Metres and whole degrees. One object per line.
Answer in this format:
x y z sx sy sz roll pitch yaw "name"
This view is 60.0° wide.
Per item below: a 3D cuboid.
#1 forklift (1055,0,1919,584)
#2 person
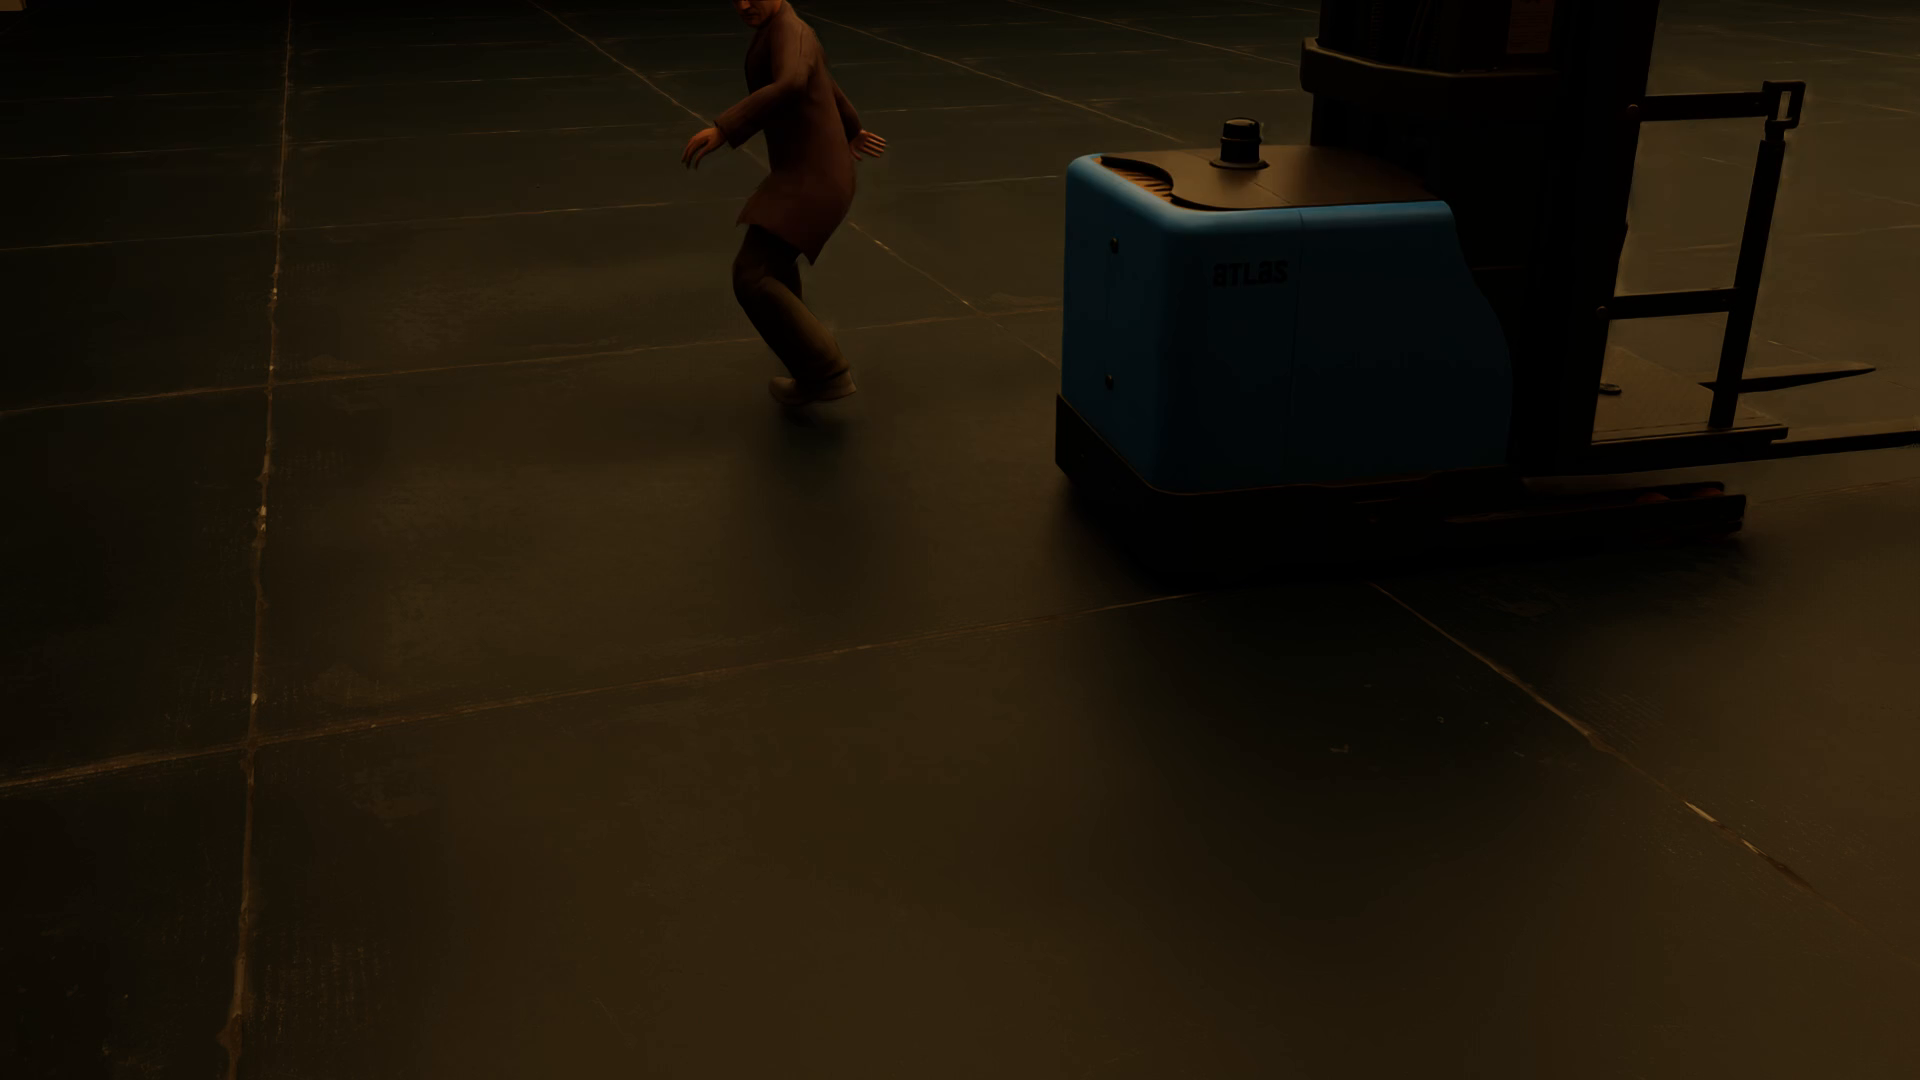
1.890 -1.518 4.909 3.031 2.935 1.130 -5 23 -13 "forklift"
-0.636 -1.319 6.300 0.597 1.739 1.144 2 23 4 "person"
